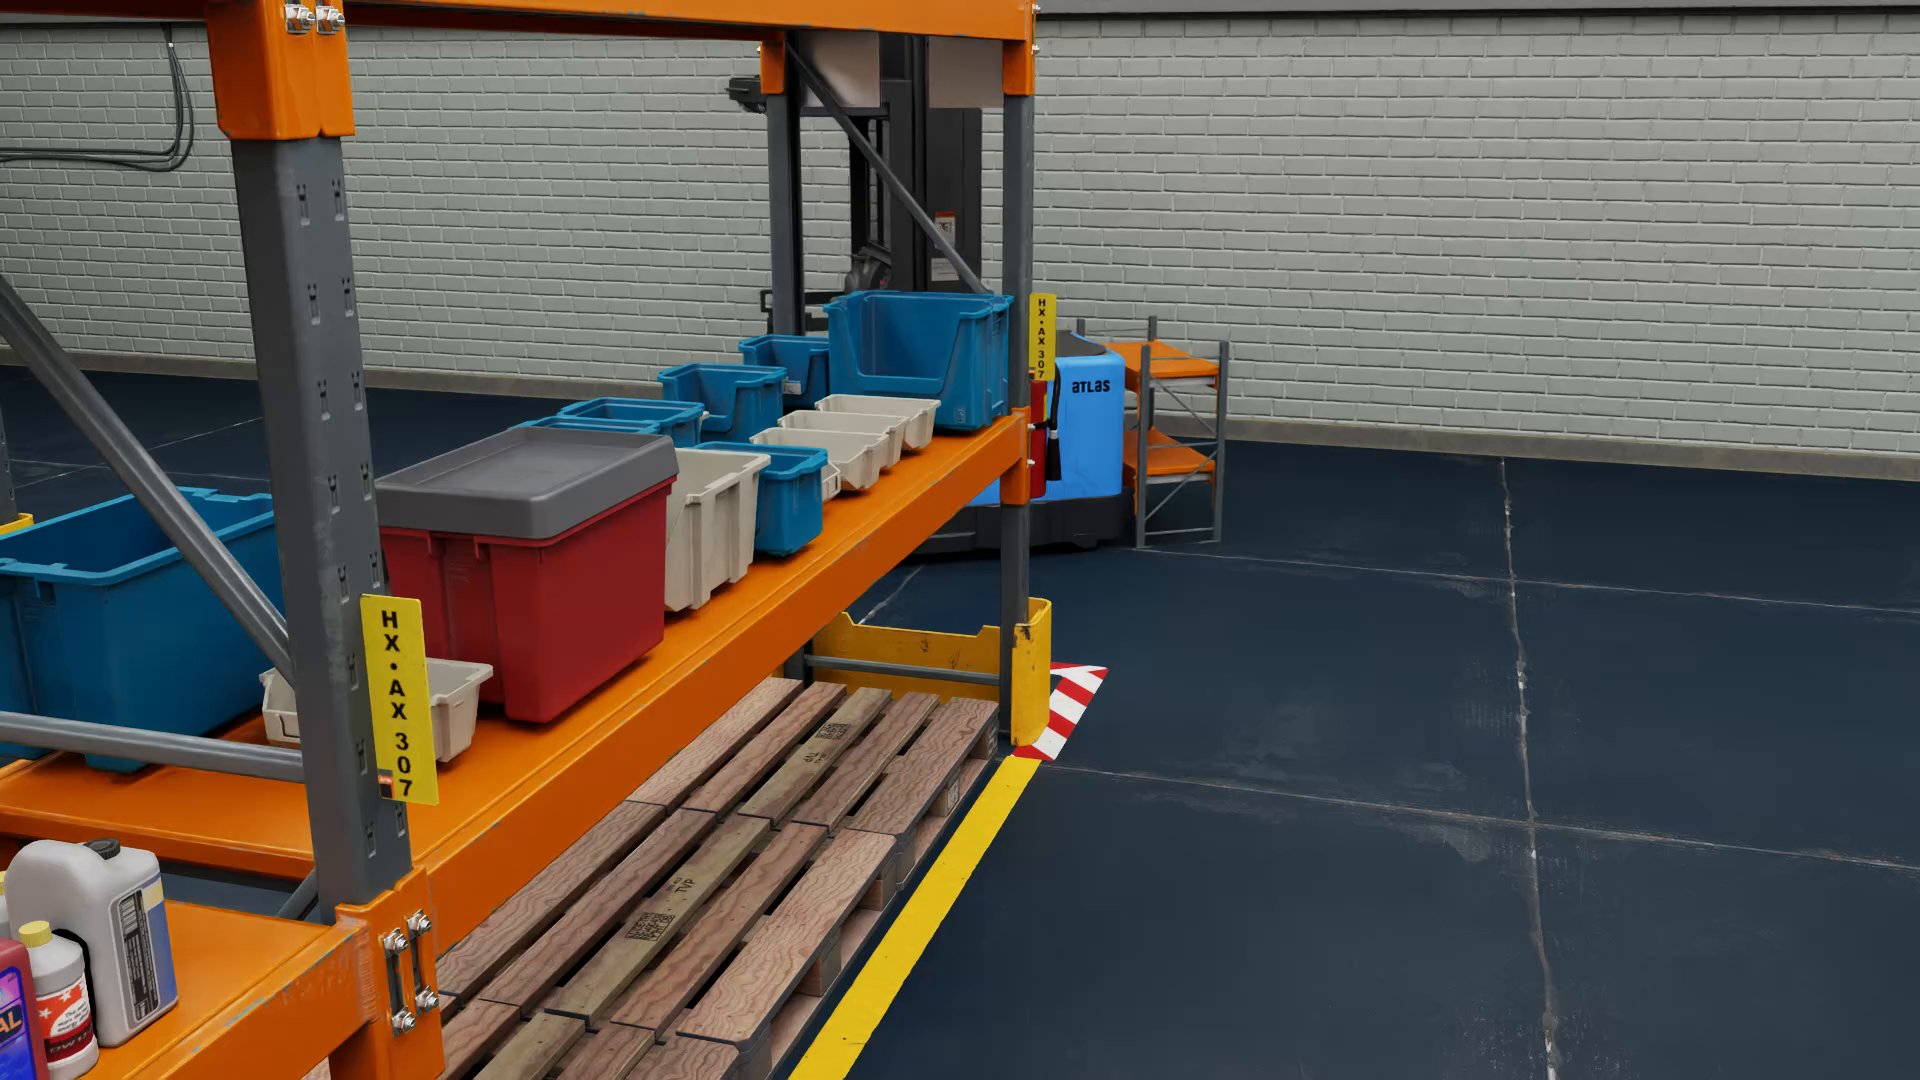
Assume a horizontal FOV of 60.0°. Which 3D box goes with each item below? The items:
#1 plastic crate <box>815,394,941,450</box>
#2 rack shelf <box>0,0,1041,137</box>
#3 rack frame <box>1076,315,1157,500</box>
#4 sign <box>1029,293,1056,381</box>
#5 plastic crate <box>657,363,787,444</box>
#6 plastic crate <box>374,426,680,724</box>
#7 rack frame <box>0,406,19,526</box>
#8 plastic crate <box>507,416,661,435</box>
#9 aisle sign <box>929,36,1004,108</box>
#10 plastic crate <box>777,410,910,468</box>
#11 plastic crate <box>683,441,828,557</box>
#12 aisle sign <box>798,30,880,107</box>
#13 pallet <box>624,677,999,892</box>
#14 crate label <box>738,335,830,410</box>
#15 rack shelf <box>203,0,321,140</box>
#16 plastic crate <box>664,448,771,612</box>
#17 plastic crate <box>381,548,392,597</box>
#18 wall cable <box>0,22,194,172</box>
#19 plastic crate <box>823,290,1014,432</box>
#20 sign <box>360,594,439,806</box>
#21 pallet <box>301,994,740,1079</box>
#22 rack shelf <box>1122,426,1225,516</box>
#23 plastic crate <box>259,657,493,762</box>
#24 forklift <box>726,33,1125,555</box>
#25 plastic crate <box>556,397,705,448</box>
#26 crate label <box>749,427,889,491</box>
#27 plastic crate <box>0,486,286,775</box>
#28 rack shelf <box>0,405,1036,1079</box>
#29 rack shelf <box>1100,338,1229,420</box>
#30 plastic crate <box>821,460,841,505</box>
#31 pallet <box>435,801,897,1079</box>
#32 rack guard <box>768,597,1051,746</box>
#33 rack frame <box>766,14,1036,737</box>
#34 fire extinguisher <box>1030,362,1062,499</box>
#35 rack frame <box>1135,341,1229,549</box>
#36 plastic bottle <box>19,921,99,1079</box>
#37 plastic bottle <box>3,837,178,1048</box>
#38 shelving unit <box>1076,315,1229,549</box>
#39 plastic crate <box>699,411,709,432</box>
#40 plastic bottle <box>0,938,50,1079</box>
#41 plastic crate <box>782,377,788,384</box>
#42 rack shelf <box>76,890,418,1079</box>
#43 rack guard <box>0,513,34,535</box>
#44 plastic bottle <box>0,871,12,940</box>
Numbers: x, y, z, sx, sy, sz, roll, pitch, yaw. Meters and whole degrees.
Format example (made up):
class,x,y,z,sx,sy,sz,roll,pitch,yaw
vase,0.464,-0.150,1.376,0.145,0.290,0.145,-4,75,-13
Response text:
class,x,y,z,sx,sy,sz,roll,pitch,yaw
plastic crate,-0.283,-0.391,5.584,0.396,0.136,0.243,5,16,16
rack shelf,-0.793,-1.290,4.202,1.077,0.370,4.000,5,16,16
rack frame,0.932,-0.782,10.024,0.500,1.125,0.032,-4,16,-15
sign,0.307,-0.756,6.200,0.100,0.325,0.005,5,16,16
plastic crate,-0.798,-0.453,5.628,0.416,0.233,0.300,5,16,16
plastic crate,-0.868,0.056,3.407,0.402,0.464,0.583,5,16,16
rack frame,-4.973,-1.101,7.716,1.000,3.000,0.127,5,16,16
plastic crate,-1.070,-0.203,4.744,0.416,0.233,0.300,5,16,16
aisle sign,0.076,-1.963,5.990,0.394,0.787,0.004,5,16,16
plastic crate,-0.379,-0.316,5.321,0.396,0.136,0.243,5,16,16
plastic crate,-0.563,-0.108,4.408,0.416,0.233,0.300,5,16,16
aisle sign,-0.489,-2.009,6.151,0.394,0.787,0.004,5,16,16
pallet,-0.497,0.838,5.988,1.003,0.211,1.213,5,16,16
crate label,-0.611,-0.626,6.235,0.416,0.233,0.303,5,16,16
rack shelf,-1.930,-0.244,0.513,1.077,0.370,4.000,5,16,16
plastic crate,-0.751,-0.027,4.035,0.437,0.282,0.530,5,16,16
plastic crate,-1.301,0.120,3.804,0.437,0.125,0.590,5,16,16
wall cable,-7.774,-4.329,13.791,3.097,2.526,0.112,5,16,16
plastic crate,-0.141,-0.660,5.985,0.616,0.435,0.499,5,16,16
sign,-0.835,0.240,2.479,0.100,0.325,0.005,5,16,16
pallet,-1.190,1.476,3.738,1.003,0.211,1.213,5,16,16
rack shelf,1.072,-0.413,9.621,0.538,0.278,1.000,-4,16,-15
plastic crate,-1.092,0.317,3.086,0.396,0.136,0.243,5,16,16
forklift,-0.673,-1.389,8.856,3.031,2.935,1.130,-4,16,-14
plastic crate,-0.985,-0.281,5.020,0.416,0.233,0.300,5,16,16
crate label,-0.435,-0.242,5.057,0.396,0.136,0.243,5,16,16
plastic crate,-1.556,0.160,3.186,0.392,0.384,0.575,5,16,16
rack shelf,-0.793,0.153,4.611,1.077,0.370,4.000,5,16,16
rack shelf,1.072,-0.930,9.474,0.538,0.278,1.000,-4,16,-15
plastic crate,-0.501,-0.163,4.779,0.298,0.136,0.250,5,16,16
pallet,-0.845,1.156,4.867,1.003,0.211,1.213,5,16,16
rack guard,-0.231,0.479,6.725,1.175,0.500,0.348,5,16,16
rack frame,-0.225,-0.716,6.358,1.000,3.000,0.127,5,16,16
fire extinguisher,0.254,-0.504,6.434,0.296,0.674,0.183,5,16,16
rack frame,1.211,-0.515,9.084,0.500,1.125,0.032,-4,16,-15
plastic bottle,-1.170,0.586,2.129,0.097,0.201,0.097,0,16,0
plastic bottle,-1.164,0.518,2.233,0.152,0.276,0.135,5,16,16
shelving unit,1.072,-0.648,9.554,0.538,1.125,1.048,-4,16,-15
plastic crate,-0.974,-0.324,5.349,0.250,0.136,0.298,5,16,16
plastic bottle,-1.186,0.578,2.007,0.061,0.283,0.133,5,16,16
plastic crate,-0.781,-0.502,5.975,0.250,0.136,0.298,5,16,16
rack shelf,-1.930,1.199,0.922,1.077,0.370,4.000,5,16,16
rack guard,-4.995,0.121,7.987,1.175,0.500,0.348,5,16,16
plastic bottle,-1.289,0.549,2.261,0.097,0.201,0.097,0,16,0
